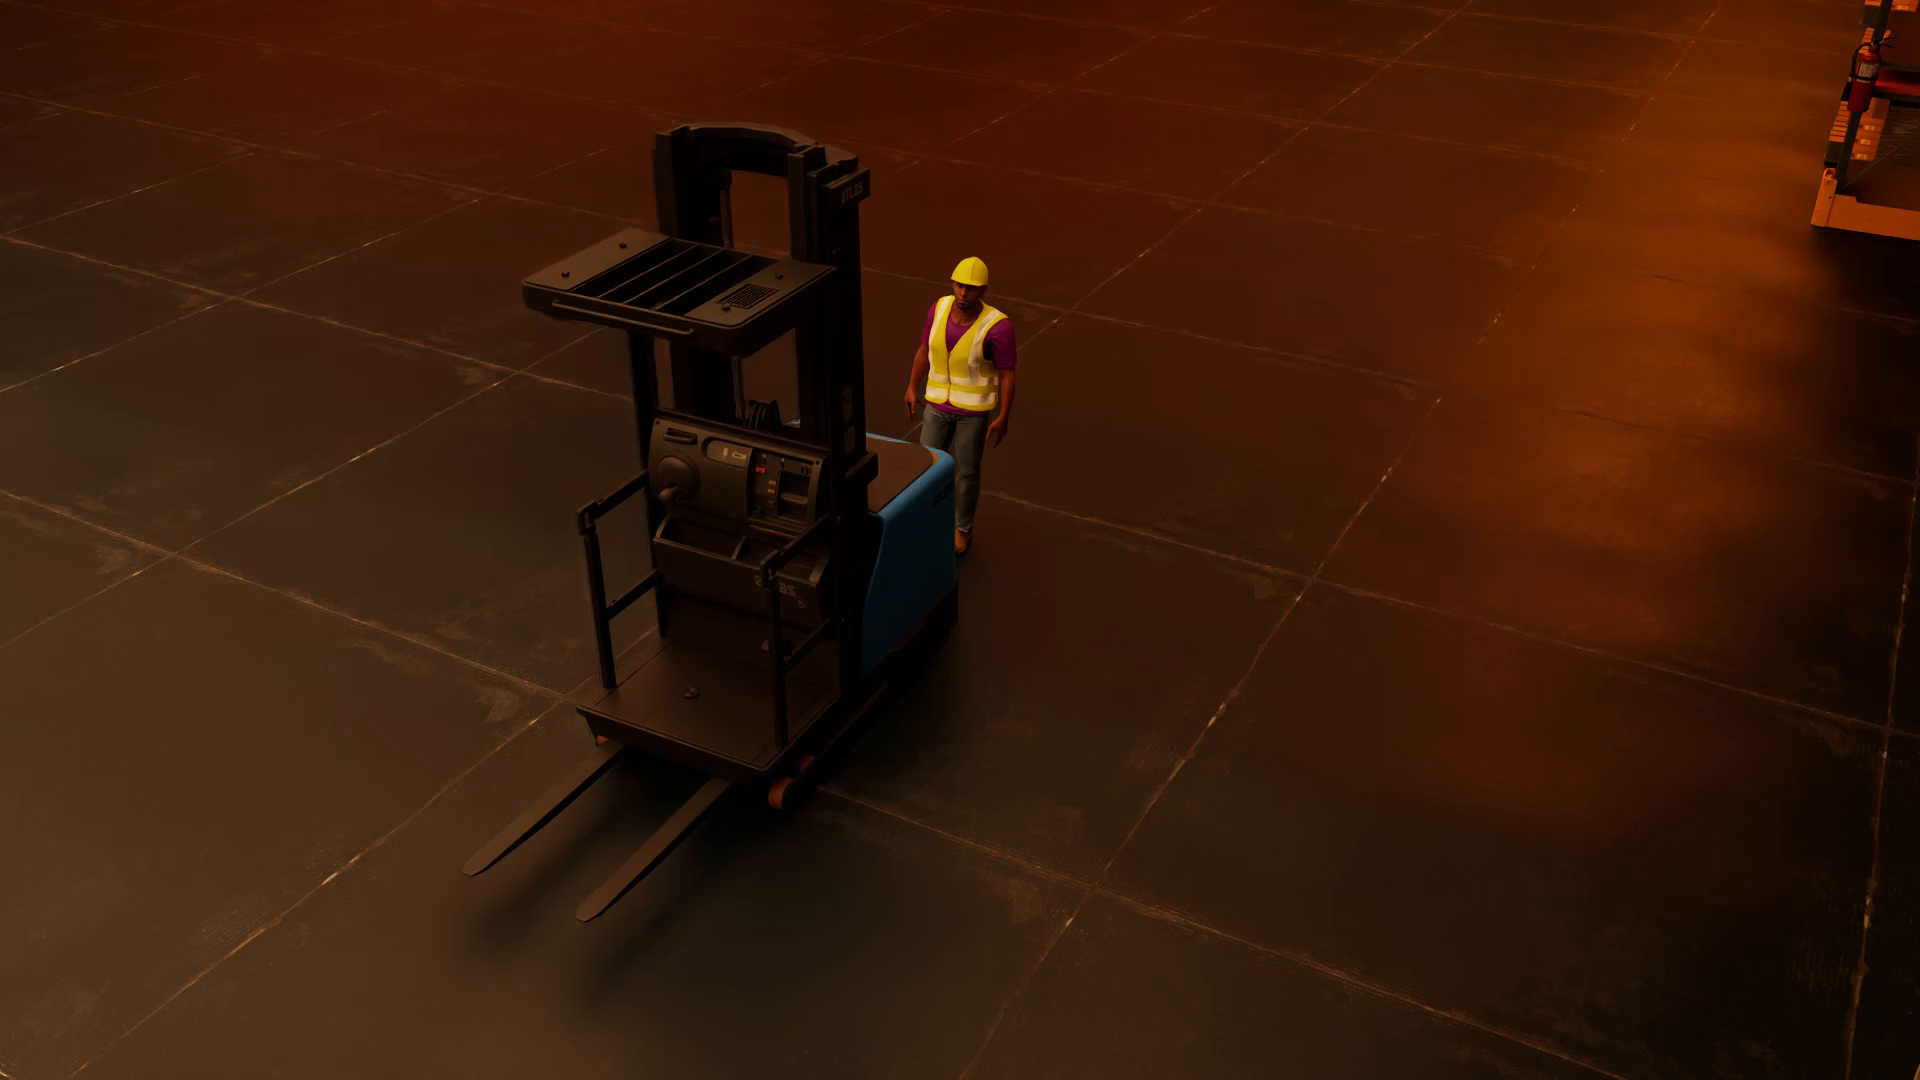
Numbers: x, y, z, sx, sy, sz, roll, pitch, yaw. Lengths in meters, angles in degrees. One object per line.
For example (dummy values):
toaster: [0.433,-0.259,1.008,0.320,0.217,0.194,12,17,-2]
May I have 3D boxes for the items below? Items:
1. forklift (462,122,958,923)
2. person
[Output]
forklift: [-1.137,-0.253,7.509,1.130,2.935,3.031,15,33,24]
person: [-0.038,-0.742,9.507,0.666,1.768,0.575,15,33,25]
